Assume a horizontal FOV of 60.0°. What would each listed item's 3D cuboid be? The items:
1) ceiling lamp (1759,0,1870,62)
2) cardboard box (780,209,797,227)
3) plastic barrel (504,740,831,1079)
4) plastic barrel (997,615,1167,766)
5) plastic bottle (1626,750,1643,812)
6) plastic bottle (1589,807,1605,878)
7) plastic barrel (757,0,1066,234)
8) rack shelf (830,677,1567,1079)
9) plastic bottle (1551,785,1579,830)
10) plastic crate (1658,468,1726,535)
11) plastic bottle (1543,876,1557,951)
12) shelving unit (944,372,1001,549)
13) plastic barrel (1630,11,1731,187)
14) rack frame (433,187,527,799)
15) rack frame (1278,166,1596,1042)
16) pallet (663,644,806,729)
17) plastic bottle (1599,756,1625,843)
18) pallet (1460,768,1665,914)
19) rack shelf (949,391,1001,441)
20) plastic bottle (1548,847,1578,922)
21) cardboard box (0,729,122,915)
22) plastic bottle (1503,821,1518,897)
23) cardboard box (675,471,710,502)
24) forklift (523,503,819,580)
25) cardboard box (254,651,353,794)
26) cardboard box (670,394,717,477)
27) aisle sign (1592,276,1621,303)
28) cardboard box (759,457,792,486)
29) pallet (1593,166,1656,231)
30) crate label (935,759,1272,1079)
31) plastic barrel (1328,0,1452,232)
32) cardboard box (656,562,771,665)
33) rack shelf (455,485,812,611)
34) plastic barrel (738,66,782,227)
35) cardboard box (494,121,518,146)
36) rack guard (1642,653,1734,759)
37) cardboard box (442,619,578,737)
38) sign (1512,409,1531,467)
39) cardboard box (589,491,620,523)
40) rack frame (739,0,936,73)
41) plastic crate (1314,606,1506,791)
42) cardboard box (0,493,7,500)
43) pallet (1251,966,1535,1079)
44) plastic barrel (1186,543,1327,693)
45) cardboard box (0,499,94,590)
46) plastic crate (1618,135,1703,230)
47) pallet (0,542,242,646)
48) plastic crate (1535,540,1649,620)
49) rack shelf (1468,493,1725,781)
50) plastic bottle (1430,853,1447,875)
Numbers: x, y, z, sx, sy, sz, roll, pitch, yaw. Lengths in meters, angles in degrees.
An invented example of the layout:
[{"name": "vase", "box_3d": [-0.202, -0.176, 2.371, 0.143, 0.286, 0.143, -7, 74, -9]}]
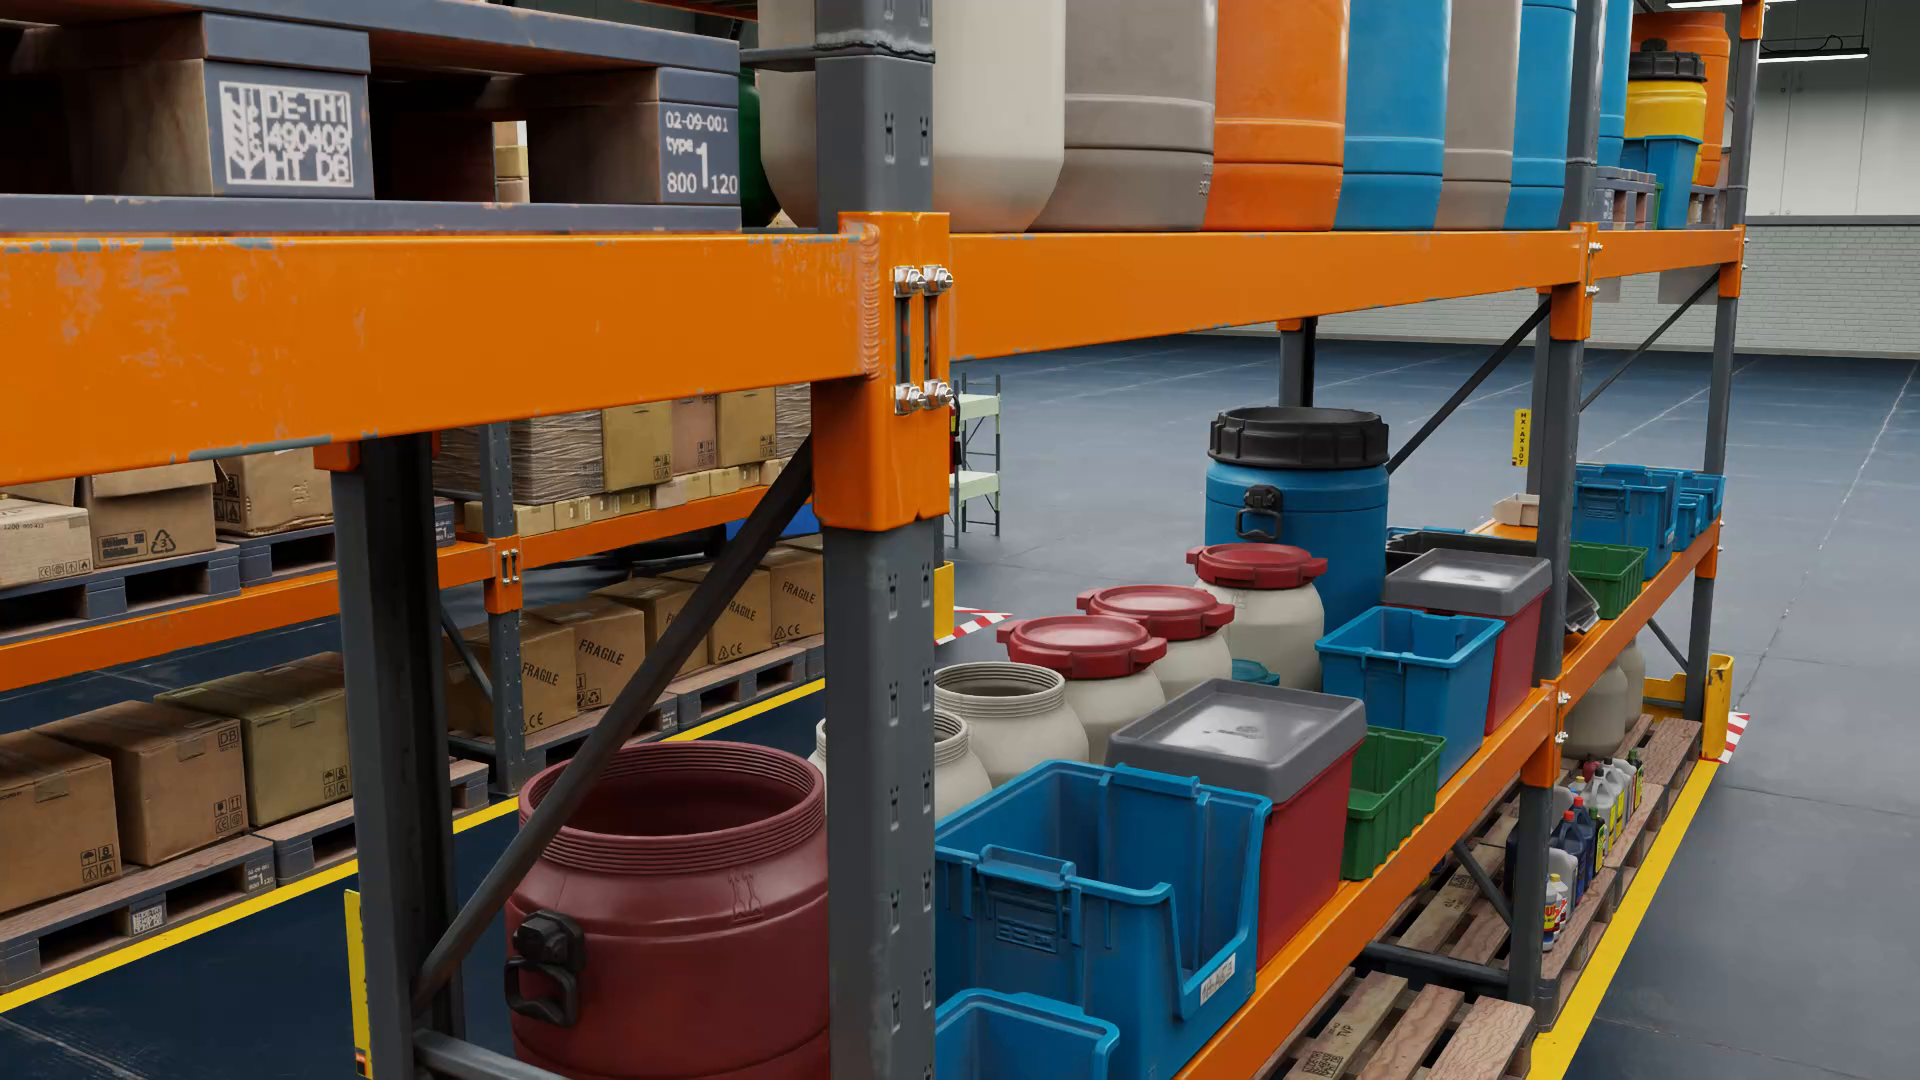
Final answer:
[{"name": "ceiling lamp", "box_3d": [15.563, -10.355, 30.243, 2.000, 3.185, 0.800, 6, 12, 31]}, {"name": "cardboard box", "box_3d": [-1.132, -2.006, 10.068, 0.500, 0.250, 0.500, 7, 13, 32]}, {"name": "plastic barrel", "box_3d": [-0.507, 0.699, 2.996, 0.600, 0.536, 0.708, 6, 12, 31]}, {"name": "plastic barrel", "box_3d": [0.298, 0.485, 4.140, 0.433, 0.535, 0.433, 0, 11, 0]}, {"name": "plastic bottle", "box_3d": [3.040, 1.079, 7.520, 0.061, 0.283, 0.133, 7, 13, 32]}, {"name": "plastic bottle", "box_3d": [2.580, 1.218, 6.776, 0.061, 0.283, 0.133, 7, 13, 33]}, {"name": "plastic barrel", "box_3d": [-0.066, -0.681, 2.282, 0.421, 0.512, 0.421, 0, 11, 0]}, {"name": "rack shelf", "box_3d": [0.549, 0.907, 4.210, 1.077, 0.370, 4.000, 6, 12, 31]}, {"name": "plastic bottle", "box_3d": [2.540, 1.167, 7.071, 0.152, 0.276, 0.135, 6, 12, 31]}, {"name": "plastic crate", "box_3d": [3.660, -0.210, 8.625, 0.499, 0.251, 0.616, 6, 12, 31]}, {"name": "plastic bottle", "box_3d": [2.127, 1.355, 6.079, 0.097, 0.271, 0.097, 0, 11, 0]}, {"name": "shelving unit", "box_3d": [0.003, -0.738, 15.118, 0.431, 1.500, 0.755, 6, 12, 31]}, {"name": "plastic barrel", "box_3d": [3.520, -2.194, 8.357, 0.600, 0.830, 0.708, 6, 12, 31]}, {"name": "rack frame", "box_3d": [-2.646, -0.235, 8.352, 1.000, 3.000, 0.127, 6, 12, 31]}, {"name": "rack frame", "box_3d": [1.587, 0.239, 5.824, 1.000, 3.000, 0.127, 6, 12, 31]}, {"name": "pallet", "box_3d": [-1.695, 0.834, 10.220, 1.003, 0.211, 1.213, 6, 12, 31]}, {"name": "plastic bottle", "box_3d": [2.776, 1.111, 7.166, 0.144, 0.351, 0.185, 7, 13, 33]}, {"name": "pallet", "box_3d": [2.604, 1.315, 7.653, 1.003, 0.211, 1.213, 6, 12, 31]}, {"name": "rack shelf", "box_3d": [0.003, -1.122, 15.046, 0.431, 0.370, 0.720, 6, 12, 31]}, {"name": "plastic bottle", "box_3d": [2.272, 1.299, 6.364, 0.152, 0.276, 0.135, 7, 13, 33]}, {"name": "cardboard box", "box_3d": [-3.826, 1.121, 6.706, 0.700, 0.500, 0.500, 8, 13, 35]}, {"name": "plastic bottle", "box_3d": [2.238, 1.223, 6.568, 0.144, 0.351, 0.185, 6, 12, 31]}, {"name": "cardboard box", "box_3d": [-1.649, -0.315, 9.465, 0.380, 0.149, 0.250, 6, 12, 31]}, {"name": "forklift", "box_3d": [-2.538, -1.174, 13.557, 3.031, 2.935, 1.130, -6, 12, -28]}, {"name": "cardboard box", "box_3d": [-2.983, 0.872, 8.037, 0.700, 0.500, 0.500, 5, 12, 26]}, {"name": "cardboard box", "box_3d": [-1.896, -0.658, 9.535, 0.875, 0.500, 0.500, 6, 12, 31]}, {"name": "aisle sign", "box_3d": [3.451, -1.708, 9.155, 0.394, 0.787, 0.004, 6, 12, 31]}, {"name": "cardboard box", "box_3d": [-1.230, -0.430, 10.077, 0.380, 0.149, 0.250, 6, 12, 31]}, {"name": "pallet", "box_3d": [1.878, -1.266, 6.222, 1.213, 0.211, 1.003, 6, 12, 31]}, {"name": "crate label", "box_3d": [0.258, 0.720, 3.157, 0.502, 0.435, 0.616, 6, 12, 31]}, {"name": "plastic barrel", "box_3d": [0.830, -1.176, 3.865, 0.600, 0.901, 0.708, 6, 12, 31]}, {"name": "cardboard box", "box_3d": [-1.530, 0.449, 10.352, 0.500, 0.500, 0.500, 8, 13, 36]}, {"name": "rack shelf", "box_3d": [-1.608, -0.196, 10.098, 1.077, 0.370, 4.000, 6, 12, 31]}, {"name": "plastic barrel", "box_3d": [-0.405, -0.574, 2.436, 0.294, 0.245, 0.294, 0, 11, 0]}, {"name": "cardboard box", "box_3d": [-2.630, -2.245, 8.501, 0.500, 0.500, 0.500, 6, 12, 29]}, {"name": "rack guard", "box_3d": [3.665, 0.855, 9.327, 1.175, 0.500, 0.348, 6, 12, 31]}, {"name": "cardboard box", "box_3d": [-2.404, 0.729, 8.859, 0.500, 0.500, 0.500, 6, 12, 29]}, {"name": "sign", "box_3d": [3.196, -0.580, 9.444, 0.100, 0.325, 0.005, 6, 12, 31]}, {"name": "cardboard box", "box_3d": [-2.030, -0.196, 8.830, 0.380, 0.149, 0.250, 6, 12, 31]}, {"name": "rack frame", "box_3d": [-0.489, -2.081, 1.912, 1.000, 3.000, 0.127, 6, 12, 31]}, {"name": "plastic crate", "box_3d": [1.280, 0.450, 4.740, 0.392, 0.384, 0.575, 6, 12, 31]}, {"name": "cardboard box", "box_3d": [-6.446, 0.021, 11.617, 0.875, 0.875, 0.875, 7, 12, 32]}, {"name": "pallet", "box_3d": [1.213, 1.736, 5.401, 1.003, 0.211, 1.213, 6, 12, 31]}, {"name": "plastic barrel", "box_3d": [0.903, 0.301, 5.120, 0.433, 0.535, 0.433, 0, 11, 0]}, {"name": "cardboard box", "box_3d": [-3.656, 0.020, 6.257, 0.500, 0.250, 0.500, 6, 12, 29]}, {"name": "plastic crate", "box_3d": [2.931, -1.528, 7.154, 0.392, 0.384, 0.575, 6, 12, 31]}, {"name": "pallet", "box_3d": [-3.730, 0.173, 6.693, 1.003, 0.211, 1.213, 6, 12, 31]}, {"name": "plastic crate", "box_3d": [2.533, 0.156, 6.840, 0.450, 0.188, 0.662, 6, 12, 31]}, {"name": "rack shelf", "box_3d": [2.626, 0.278, 7.571, 1.077, 0.370, 4.000, 6, 12, 31]}, {"name": "plastic bottle", "box_3d": [1.915, 1.212, 6.829, 0.152, 0.276, 0.135, 6, 12, 31]}]
